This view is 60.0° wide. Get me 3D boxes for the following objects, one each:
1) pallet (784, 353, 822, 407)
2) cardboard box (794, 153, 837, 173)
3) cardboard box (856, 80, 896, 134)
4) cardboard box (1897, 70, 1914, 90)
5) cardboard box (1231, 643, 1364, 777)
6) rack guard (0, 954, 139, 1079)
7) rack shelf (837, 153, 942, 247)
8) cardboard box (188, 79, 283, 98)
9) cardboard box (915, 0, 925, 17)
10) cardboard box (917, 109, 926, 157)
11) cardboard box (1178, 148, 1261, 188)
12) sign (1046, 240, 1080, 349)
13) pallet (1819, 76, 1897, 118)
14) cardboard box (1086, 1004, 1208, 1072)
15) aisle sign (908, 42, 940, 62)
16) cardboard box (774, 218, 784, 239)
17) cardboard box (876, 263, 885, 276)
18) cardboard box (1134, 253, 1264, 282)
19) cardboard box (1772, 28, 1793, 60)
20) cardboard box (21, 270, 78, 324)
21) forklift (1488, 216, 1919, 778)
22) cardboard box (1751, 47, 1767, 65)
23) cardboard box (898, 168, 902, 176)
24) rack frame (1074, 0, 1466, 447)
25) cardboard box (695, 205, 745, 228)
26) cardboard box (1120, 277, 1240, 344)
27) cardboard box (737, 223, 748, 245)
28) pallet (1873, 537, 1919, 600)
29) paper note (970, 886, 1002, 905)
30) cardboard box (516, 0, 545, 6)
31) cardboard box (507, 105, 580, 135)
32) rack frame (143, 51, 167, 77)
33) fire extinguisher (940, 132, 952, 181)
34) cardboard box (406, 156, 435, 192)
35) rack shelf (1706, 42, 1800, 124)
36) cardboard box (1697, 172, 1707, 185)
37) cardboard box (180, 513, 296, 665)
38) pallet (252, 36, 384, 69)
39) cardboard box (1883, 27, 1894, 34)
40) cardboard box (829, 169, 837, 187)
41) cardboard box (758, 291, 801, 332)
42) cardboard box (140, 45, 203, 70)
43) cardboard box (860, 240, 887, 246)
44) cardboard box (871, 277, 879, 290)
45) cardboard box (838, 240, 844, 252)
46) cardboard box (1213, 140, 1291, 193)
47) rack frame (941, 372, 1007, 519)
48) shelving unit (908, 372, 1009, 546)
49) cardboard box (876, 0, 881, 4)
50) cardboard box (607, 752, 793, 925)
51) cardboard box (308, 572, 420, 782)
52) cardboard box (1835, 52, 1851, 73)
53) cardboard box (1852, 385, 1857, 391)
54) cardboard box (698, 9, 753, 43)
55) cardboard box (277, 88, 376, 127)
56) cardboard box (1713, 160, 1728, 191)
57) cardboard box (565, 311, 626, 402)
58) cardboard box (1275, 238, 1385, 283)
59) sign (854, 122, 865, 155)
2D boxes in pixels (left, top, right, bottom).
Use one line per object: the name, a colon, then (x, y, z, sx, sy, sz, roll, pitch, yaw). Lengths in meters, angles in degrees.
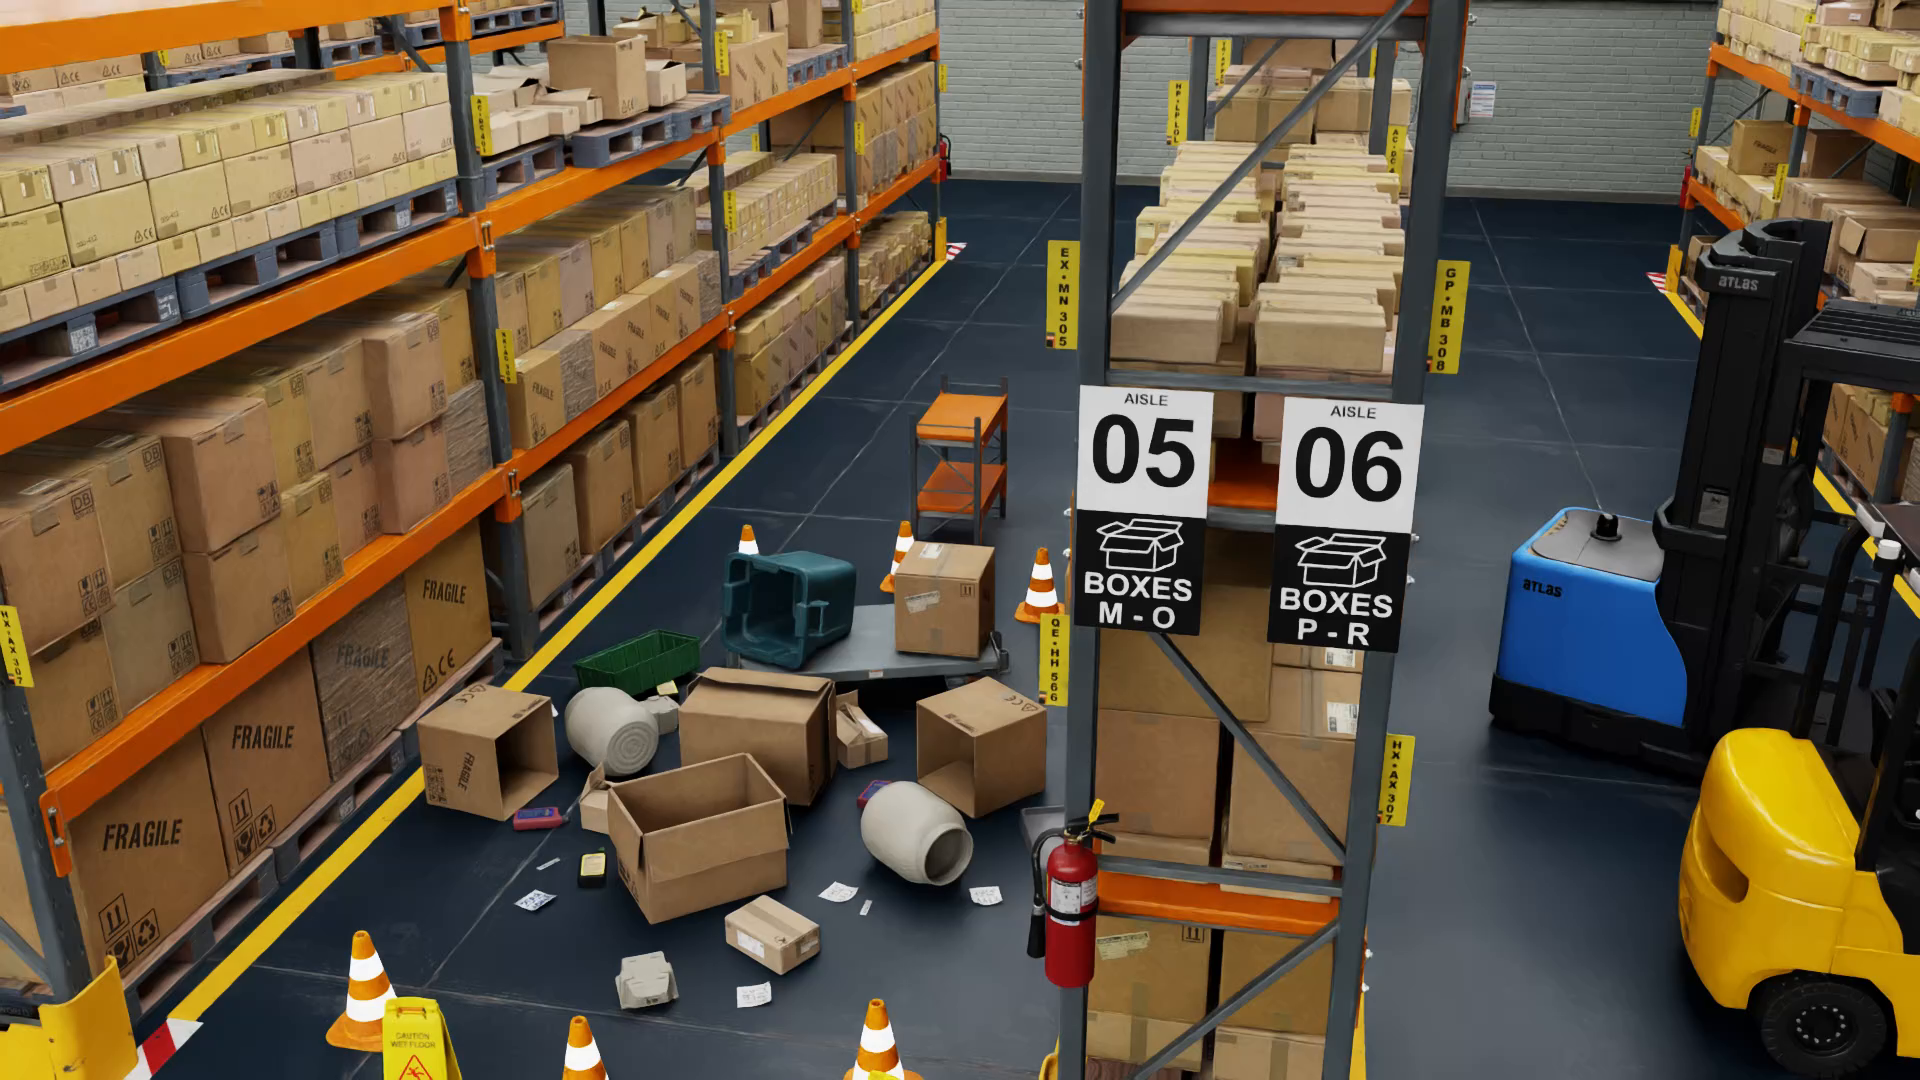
pallet: (-1.974, -1.579, 15.992, 1.003, 0.211, 1.213, 4, 22, 11)
cardboard box: (-1.461, -3.798, 16.746, 0.380, 0.149, 0.250, 5, 23, 13)
cardboard box: (-1.016, -4.772, 18.318, 0.500, 0.500, 0.500, 5, 22, 12)
cardboard box: (7.465, -3.548, 12.800, 0.380, 0.149, 0.250, 5, 22, 12)
cardboard box: (1.318, 0.598, 6.322, 0.500, 0.500, 0.500, 5, 23, 13)
rack guard: (-4.024, 1.952, 6.838, 1.175, 0.500, 0.348, 4, 22, 11)
rack shelf: (-1.162, -4.003, 19.240, 1.077, 0.370, 4.000, 4, 22, 11)
cardboard box: (-3.712, -2.272, 8.537, 0.380, 0.149, 0.250, 4, 22, 10)
cardboard box: (-0.702, -6.247, 19.365, 0.500, 0.250, 0.500, 4, 22, 9)
cardboard box: (-0.704, -4.880, 19.924, 0.500, 0.500, 0.500, 4, 22, 10)
cardboard box: (1.256, -1.796, 8.052, 0.380, 0.149, 0.250, 5, 23, 13)
sign: (0.308, -0.728, 4.945, 0.100, 0.325, 0.005, 4, 22, 11)
pallet: (7.746, -3.579, 13.462, 1.213, 0.211, 1.003, 4, 22, 11)
cardboard box: (0.754, 1.880, 6.789, 0.500, 0.250, 0.500, 4, 22, 11)
aisle sign: (-0.445, -6.278, 20.446, 0.394, 0.787, 0.004, 4, 22, 11)
cardboard box: (-1.829, -2.854, 15.198, 0.380, 0.149, 0.250, 5, 22, 12)
cardboard box: (-1.068, -3.112, 18.922, 0.380, 0.149, 0.250, 6, 23, 13)
cardboard box: (0.994, -1.102, 6.863, 0.500, 0.250, 0.500, 5, 22, 11)
cardboard box: (8.105, -4.734, 15.880, 0.500, 0.250, 0.500, 4, 22, 9)
cardboard box: (-3.584, -0.927, 6.264, 0.380, 0.149, 0.250, 5, 22, 11)
forklift: (4.572, -0.111, 8.705, 3.031, 2.935, 1.130, 15, 27, 33)
cardboard box: (8.226, -4.882, 16.781, 0.380, 0.149, 0.250, 5, 22, 12)
cardboard box: (-0.893, -4.346, 19.466, 0.380, 0.149, 0.250, 4, 22, 9)
rack frame: (0.848, -1.659, 4.427, 1.000, 3.000, 0.127, 4, 22, 11)
cardboard box: (-2.050, -2.749, 14.142, 0.380, 0.149, 0.250, 4, 22, 9)
cardboard box: (0.718, -0.758, 5.475, 0.380, 0.149, 0.250, 5, 22, 12)
cardboard box: (-2.038, -2.619, 14.218, 0.380, 0.149, 0.250, 6, 23, 13)
pallet: (7.134, 0.167, 11.657, 1.003, 0.211, 1.213, 4, 22, 11)
paper note: (0.127, 1.716, 8.052, 0.142, 0.019, 0.148, -3, 22, -8)
cardboard box: (-5.643, -6.968, 20.794, 0.700, 0.500, 0.500, 3, 22, 8)
cardboard box: (-2.662, -2.688, 10.638, 0.380, 0.149, 0.250, 4, 22, 11)
rack frame: (-7.221, -5.340, 13.567, 1.000, 3.000, 0.127, 4, 22, 11)
fire extinguisher: (-0.251, -4.916, 21.147, 0.296, 0.674, 0.183, 4, 22, 11)
cardboard box: (-3.015, -1.946, 8.794, 0.380, 0.149, 0.250, 5, 22, 12)
rack shelf: (8.564, -4.677, 16.899, 1.077, 0.370, 4.000, 4, 22, 11)
cardboard box: (8.637, -4.135, 18.941, 0.380, 0.149, 0.250, 4, 22, 11)
cardboard box: (-3.659, 0.177, 7.698, 0.875, 0.550, 0.550, 4, 22, 11)
pallet: (-6.544, -4.984, 16.954, 0.805, 0.209, 1.217, 4, 22, 9)
cardboard box: (8.179, -4.327, 14.310, 0.380, 0.149, 0.250, 5, 22, 11)
cardboard box: (-1.458, -3.661, 16.804, 0.380, 0.149, 0.250, 5, 23, 13)
cardboard box: (-1.792, -2.124, 15.394, 0.500, 0.250, 0.500, 5, 22, 11)
cardboard box: (-7.167, -4.420, 14.597, 0.797, 0.503, 0.637, 6, 23, 14)
cardboard box: (-1.042, -3.346, 19.104, 0.380, 0.149, 0.250, 4, 22, 9)
cardboard box: (-1.124, -2.875, 18.731, 0.380, 0.149, 0.250, 4, 22, 10)
cardboard box: (-1.558, -3.386, 19.203, 0.380, 0.149, 0.250, 4, 22, 9)
cardboard box: (1.641, -2.080, 9.127, 0.500, 0.250, 0.500, 4, 22, 10)
rack frame: (0.105, -0.710, 12.611, 0.500, 1.125, 0.032, 4, 22, 11)
shelving unit: (0.001, -0.524, 12.150, 0.538, 1.125, 1.048, 4, 22, 11)
cardboard box: (-1.059, -5.812, 17.753, 0.380, 0.149, 0.250, 4, 22, 9)
cardboard box: (-1.272, 1.447, 8.088, 0.797, 0.503, 0.637, -11, 25, -26)
cardboard box: (-3.580, 0.666, 8.966, 0.875, 0.875, 0.875, 5, 22, 11)
cardboard box: (7.500, -3.951, 13.774, 0.380, 0.149, 0.250, 4, 22, 10)
cardboard box: (7.414, -1.249, 13.355, 0.380, 0.149, 0.250, 5, 22, 12)
cardboard box: (-1.929, -4.250, 13.719, 0.396, 0.266, 0.258, 4, 22, 11)
cardboard box: (-3.120, -2.132, 8.189, 0.380, 0.149, 0.250, 5, 22, 12)
cardboard box: (8.413, -3.903, 17.833, 0.500, 0.250, 0.500, 4, 22, 10)
cardboard box: (-2.625, -1.265, 11.345, 0.500, 0.500, 0.500, 4, 22, 11)
cardboard box: (1.348, -0.999, 6.073, 0.380, 0.149, 0.250, 4, 22, 11)
sign: (-1.026, -4.101, 16.972, 0.100, 0.325, 0.005, 4, 22, 11)
